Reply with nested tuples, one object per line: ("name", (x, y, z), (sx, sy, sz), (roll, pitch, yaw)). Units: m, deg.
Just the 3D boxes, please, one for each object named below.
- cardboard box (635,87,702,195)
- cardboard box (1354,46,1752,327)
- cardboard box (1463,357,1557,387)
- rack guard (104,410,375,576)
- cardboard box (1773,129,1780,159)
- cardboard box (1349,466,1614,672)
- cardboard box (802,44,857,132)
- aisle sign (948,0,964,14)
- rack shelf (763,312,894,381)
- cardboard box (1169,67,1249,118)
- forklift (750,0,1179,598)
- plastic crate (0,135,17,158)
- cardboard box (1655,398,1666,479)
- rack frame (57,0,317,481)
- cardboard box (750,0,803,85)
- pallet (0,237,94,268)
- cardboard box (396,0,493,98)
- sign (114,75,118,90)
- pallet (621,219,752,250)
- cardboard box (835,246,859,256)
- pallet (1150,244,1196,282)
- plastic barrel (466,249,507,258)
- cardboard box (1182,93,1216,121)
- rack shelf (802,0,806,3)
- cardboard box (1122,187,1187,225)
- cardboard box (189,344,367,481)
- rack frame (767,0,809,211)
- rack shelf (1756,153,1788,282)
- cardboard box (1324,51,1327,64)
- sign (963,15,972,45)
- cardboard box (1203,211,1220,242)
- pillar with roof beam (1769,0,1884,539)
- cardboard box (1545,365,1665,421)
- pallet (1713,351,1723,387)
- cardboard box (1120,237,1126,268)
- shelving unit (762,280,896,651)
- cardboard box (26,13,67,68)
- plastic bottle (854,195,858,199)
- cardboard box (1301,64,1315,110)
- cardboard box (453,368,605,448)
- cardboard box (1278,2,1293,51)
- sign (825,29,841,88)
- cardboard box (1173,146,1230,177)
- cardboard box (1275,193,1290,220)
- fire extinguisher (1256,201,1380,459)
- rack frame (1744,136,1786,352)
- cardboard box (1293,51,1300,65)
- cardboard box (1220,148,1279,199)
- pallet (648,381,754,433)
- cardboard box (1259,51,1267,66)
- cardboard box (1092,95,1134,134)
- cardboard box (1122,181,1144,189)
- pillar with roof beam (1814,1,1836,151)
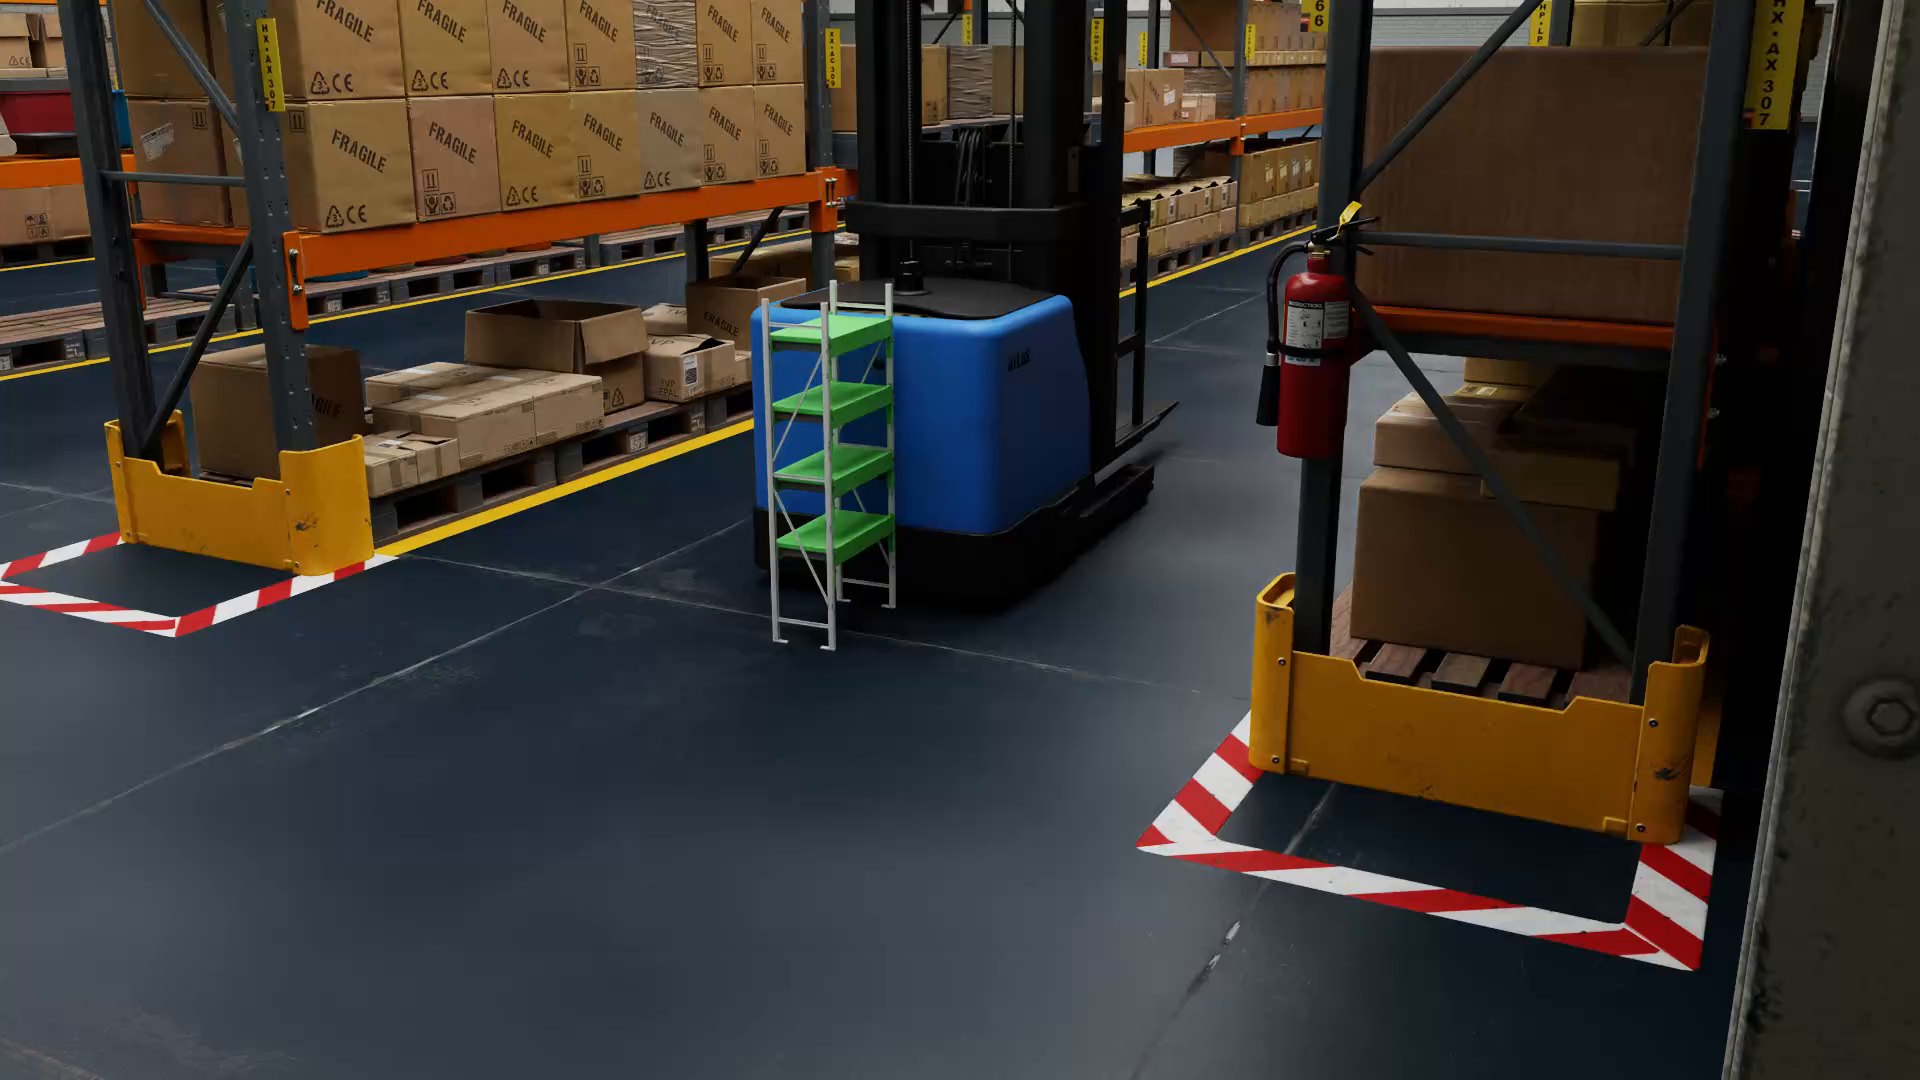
("cardboard box", (-1.668, -2.031, 8.419), (0.500, 0.500, 0.500), (9, 19, 27))
("cardboard box", (1.647, -1.033, 4.706), (0.980, 0.700, 0.700), (9, 19, 28))
("cardboard box", (2.241, -0.716, 6.681), (0.380, 0.149, 0.250), (8, 18, 24))
("rack guard", (-2.971, -0.208, 6.847), (1.175, 0.500, 0.348), (8, 18, 25))
("cardboard box", (3.881, -2.196, 8.416), (0.500, 0.500, 0.500), (8, 18, 26))
("cardboard box", (1.652, 0.048, 5.247), (0.700, 0.500, 0.500), (8, 18, 25))
("cardboard box", (-0.806, -2.747, 10.093), (0.700, 0.500, 0.500), (2, 17, 7))
("aisle sign", (0.013, -7.320, 21.837), (0.394, 0.787, 0.004), (8, 18, 25))
("rack shelf", (-0.446, -0.670, 5.713), (0.258, 0.148, 0.480), (7, 18, 22))
("cardboard box", (2.550, -4.605, 17.086), (0.700, 0.500, 0.500), (8, 18, 24))
("forklift", (0.244, -1.569, 7.158), (1.130, 2.935, 3.031), (7, 18, 22))
("plastic crate", (-6.156, -2.458, 10.388), (0.293, 0.136, 0.466), (8, 18, 25))
("cardboard box", (2.790, -0.602, 7.437), (0.700, 0.500, 0.500), (8, 18, 26))
("rack frame", (-3.005, -1.387, 6.426), (1.000, 3.000, 0.127), (8, 18, 25))
("cardboard box", (-1.212, -2.771, 9.155), (0.500, 0.500, 0.500), (8, 18, 26))
("pallet", (-9.257, -2.849, 16.244), (1.003, 0.211, 1.213), (8, 18, 25))
("cardboard box", (-2.344, -2.128, 6.989), (0.500, 0.500, 0.500), (8, 18, 26))
("sign", (-6.138, -3.240, 12.179), (0.100, 0.325, 0.005), (8, 18, 25))
("pallet", (-2.933, -3.221, 17.499), (1.003, 0.211, 1.213), (8, 18, 25))
("cardboard box", (-0.555, -1.648, 10.922), (0.500, 0.500, 0.500), (8, 18, 26))
("pallet", (1.519, -2.602, 15.416), (1.003, 0.211, 1.213), (8, 18, 25))
("plastic barrel", (-4.236, -2.783, 14.757), (0.421, 0.512, 0.421), (0, 17, 0))
("cardboard box", (2.176, -4.241, 16.298), (0.500, 0.250, 0.500), (9, 19, 29))
("rack shelf", (-2.966, -5.658, 16.802), (1.077, 0.370, 4.000), (8, 18, 25))
("cardboard box", (1.753, -3.068, 15.194), (0.500, 0.311, 0.500), (8, 18, 25))
("cardboard box", (-2.982, -0.570, 7.291), (0.500, 0.500, 0.500), (8, 18, 25))
("rack frame", (-2.072, -5.075, 18.842), (1.000, 3.000, 0.127), (8, 18, 25))
("rack shelf", (4.110, -1.941, 9.555), (1.077, 0.370, 4.000), (8, 18, 25))
("cardboard box", (4.144, -5.700, 19.632), (0.380, 0.149, 0.250), (8, 18, 24))
("sign", (0.072, -4.050, 13.357), (0.100, 0.325, 0.005), (8, 18, 25))
("cardboard box", (2.204, -3.056, 16.136), (0.500, 0.250, 0.500), (8, 18, 25))
("pillar with roof beam", (-0.174, -4.912, 7.757), (9.100, 9.000, 0.400), (8, 18, 25))
("cardboard box", (2.340, -0.529, 6.050), (0.380, 0.149, 0.250), (8, 18, 26))
("pallet", (4.037, -0.958, 9.879), (1.003, 0.211, 1.213), (8, 18, 25))
("cardboard box", (1.067, -2.404, 13.942), (0.500, 0.250, 0.500), (8, 18, 25))
("shelving unit", (-0.446, -0.271, 5.831), (0.258, 1.200, 0.503), (7, 18, 22))
("cardboard box", (-8.926, -4.865, 16.199), (0.797, 0.503, 0.637), (9, 19, 27))
("plastic bottle", (-1.256, -4.217, 19.833), (0.144, 0.351, 0.185), (7, 18, 23))
("cardboard box", (3.694, -5.259, 19.286), (0.700, 0.500, 0.500), (9, 19, 27))
("cardboard box", (-2.061, -0.637, 7.957), (0.500, 0.250, 0.500), (8, 18, 25))
("cardboard box", (3.223, -5.611, 18.193), (0.700, 0.500, 0.500), (8, 18, 25))
("sign", (-0.729, -2.754, 9.507), (0.100, 0.325, 0.005), (8, 18, 25))
("cardboard box", (2.603, -3.958, 17.857), (0.500, 0.500, 0.500), (8, 18, 25))
("cardboard box", (3.292, -3.660, 18.170), (0.500, 0.250, 0.500), (8, 18, 25))
("fire extinguisher", (0.948, -0.562, 4.440), (0.296, 0.674, 0.183), (8, 18, 25))
("rack frame", (5.003, -2.796, 11.168), (1.000, 3.000, 0.127), (8, 18, 25))
("cardboard box", (3.567, -5.370, 18.521), (0.380, 0.149, 0.250), (9, 19, 27))
("cardboard box", (3.061, -3.893, 17.638), (0.500, 0.500, 0.500), (8, 18, 25))
("pallet", (-1.525, -0.894, 9.665), (1.003, 0.211, 1.213), (8, 18, 25))
("cardboard box", (2.992, -5.043, 17.421), (0.380, 0.149, 0.250), (8, 18, 25))
("cardboard box", (1.143, -3.585, 13.984), (0.500, 0.311, 0.500), (8, 18, 25))
("cardboard box", (1.491, -3.263, 15.850), (0.500, 0.311, 0.500), (7, 18, 24))
("pillar with roof beam", (13.231, -12.553, 33.484), (9.100, 9.000, 0.400), (8, 18, 25))
